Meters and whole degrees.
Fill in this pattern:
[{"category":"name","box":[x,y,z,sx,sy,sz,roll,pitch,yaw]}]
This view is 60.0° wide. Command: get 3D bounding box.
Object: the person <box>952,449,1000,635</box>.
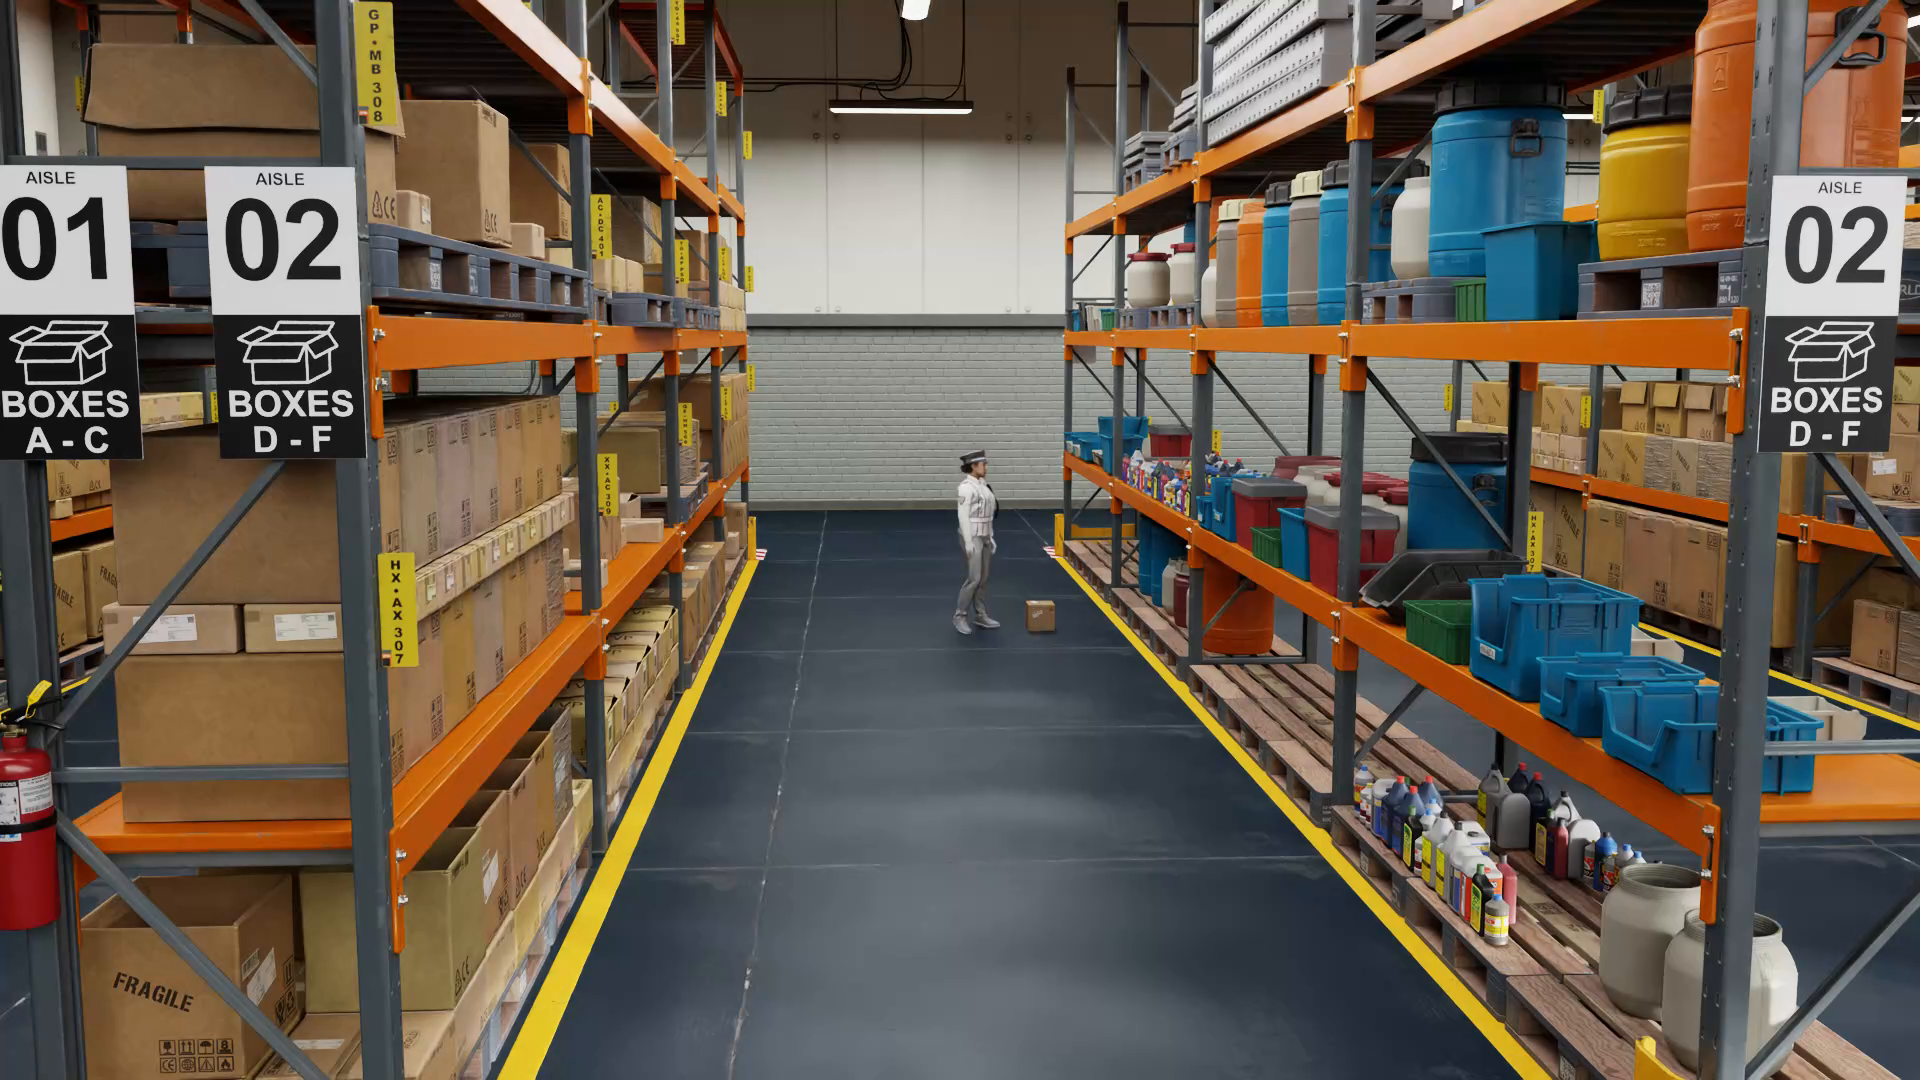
[{"category":"person","box":[0.153,0.008,15.563,0.374,1.706,0.568,3,8,26]}]
